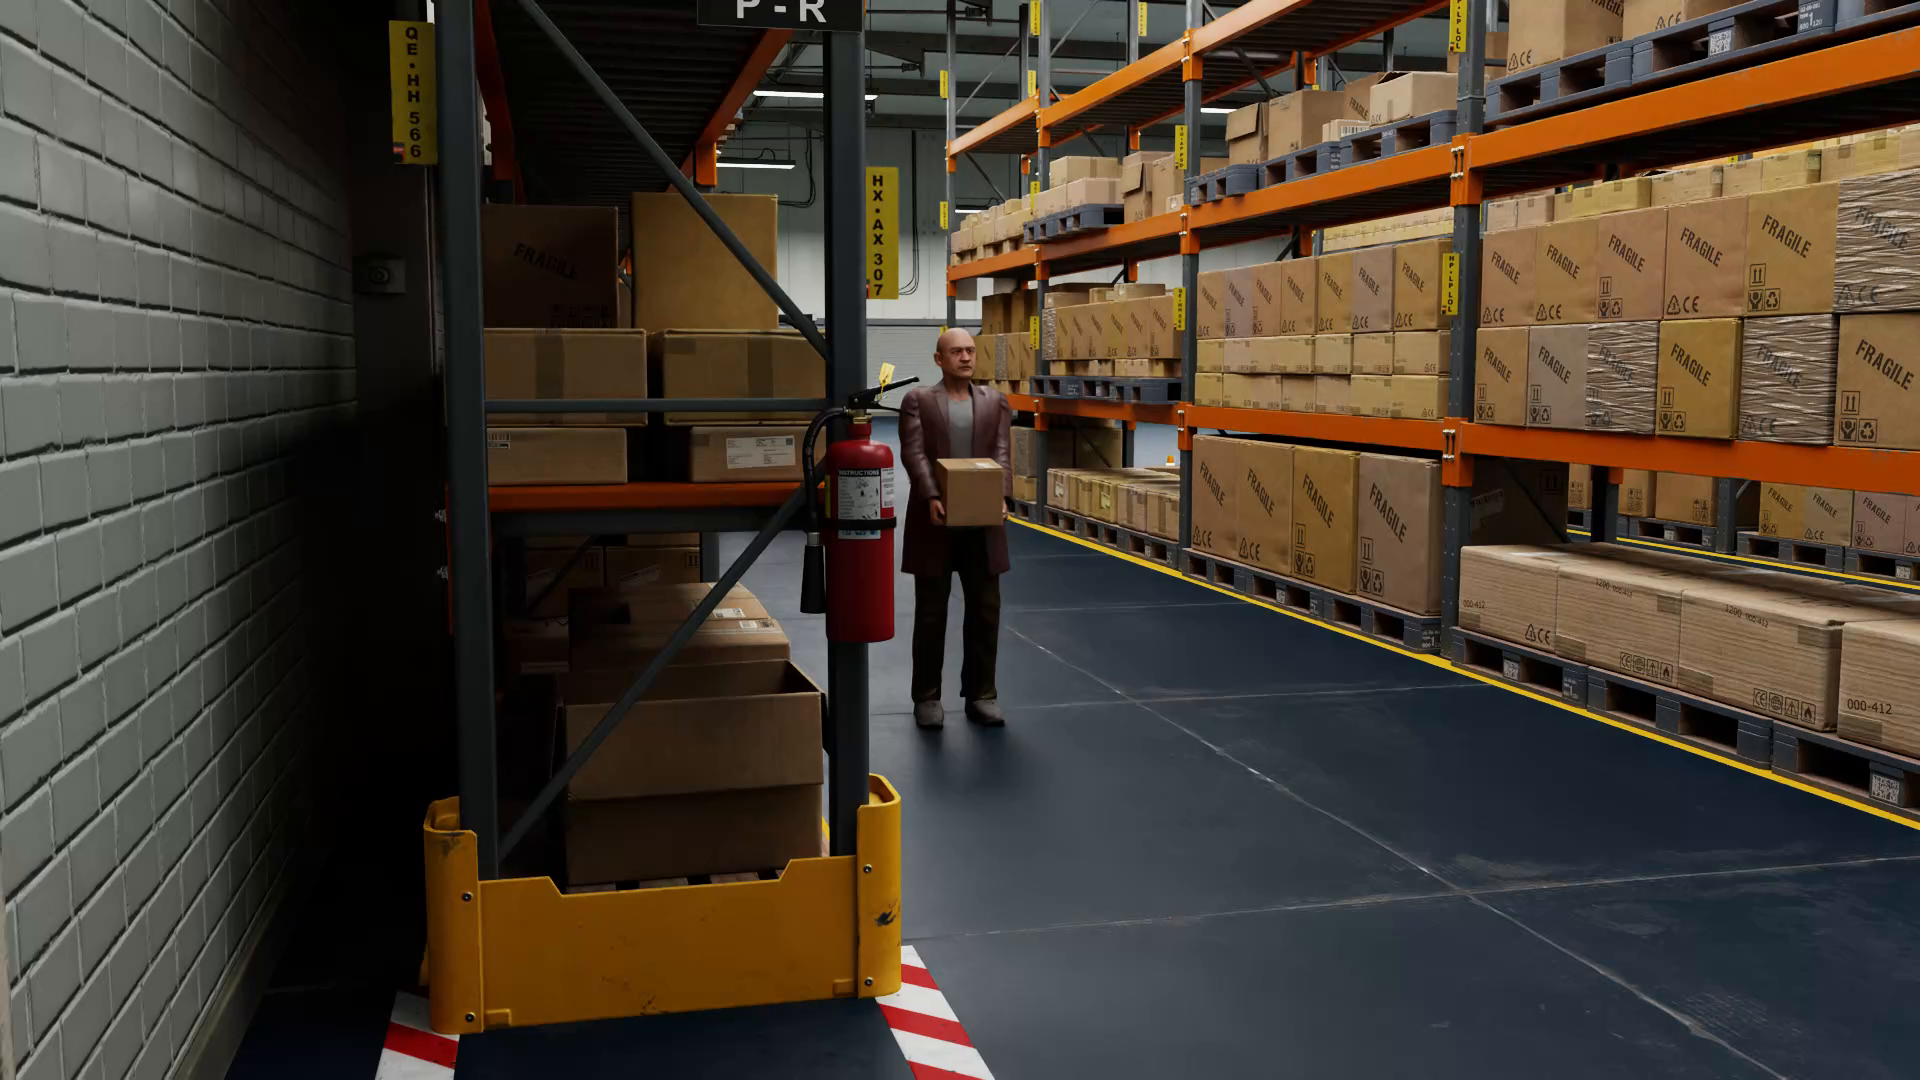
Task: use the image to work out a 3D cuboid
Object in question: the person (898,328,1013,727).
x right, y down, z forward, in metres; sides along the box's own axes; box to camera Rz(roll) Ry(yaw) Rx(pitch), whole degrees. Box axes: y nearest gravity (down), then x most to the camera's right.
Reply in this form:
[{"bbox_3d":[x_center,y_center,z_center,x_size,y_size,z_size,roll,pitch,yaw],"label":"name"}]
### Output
[{"bbox_3d":[0.007,-0.053,7.409,0.526,1.776,0.554,-1,6,-12],"label":"person"}]
